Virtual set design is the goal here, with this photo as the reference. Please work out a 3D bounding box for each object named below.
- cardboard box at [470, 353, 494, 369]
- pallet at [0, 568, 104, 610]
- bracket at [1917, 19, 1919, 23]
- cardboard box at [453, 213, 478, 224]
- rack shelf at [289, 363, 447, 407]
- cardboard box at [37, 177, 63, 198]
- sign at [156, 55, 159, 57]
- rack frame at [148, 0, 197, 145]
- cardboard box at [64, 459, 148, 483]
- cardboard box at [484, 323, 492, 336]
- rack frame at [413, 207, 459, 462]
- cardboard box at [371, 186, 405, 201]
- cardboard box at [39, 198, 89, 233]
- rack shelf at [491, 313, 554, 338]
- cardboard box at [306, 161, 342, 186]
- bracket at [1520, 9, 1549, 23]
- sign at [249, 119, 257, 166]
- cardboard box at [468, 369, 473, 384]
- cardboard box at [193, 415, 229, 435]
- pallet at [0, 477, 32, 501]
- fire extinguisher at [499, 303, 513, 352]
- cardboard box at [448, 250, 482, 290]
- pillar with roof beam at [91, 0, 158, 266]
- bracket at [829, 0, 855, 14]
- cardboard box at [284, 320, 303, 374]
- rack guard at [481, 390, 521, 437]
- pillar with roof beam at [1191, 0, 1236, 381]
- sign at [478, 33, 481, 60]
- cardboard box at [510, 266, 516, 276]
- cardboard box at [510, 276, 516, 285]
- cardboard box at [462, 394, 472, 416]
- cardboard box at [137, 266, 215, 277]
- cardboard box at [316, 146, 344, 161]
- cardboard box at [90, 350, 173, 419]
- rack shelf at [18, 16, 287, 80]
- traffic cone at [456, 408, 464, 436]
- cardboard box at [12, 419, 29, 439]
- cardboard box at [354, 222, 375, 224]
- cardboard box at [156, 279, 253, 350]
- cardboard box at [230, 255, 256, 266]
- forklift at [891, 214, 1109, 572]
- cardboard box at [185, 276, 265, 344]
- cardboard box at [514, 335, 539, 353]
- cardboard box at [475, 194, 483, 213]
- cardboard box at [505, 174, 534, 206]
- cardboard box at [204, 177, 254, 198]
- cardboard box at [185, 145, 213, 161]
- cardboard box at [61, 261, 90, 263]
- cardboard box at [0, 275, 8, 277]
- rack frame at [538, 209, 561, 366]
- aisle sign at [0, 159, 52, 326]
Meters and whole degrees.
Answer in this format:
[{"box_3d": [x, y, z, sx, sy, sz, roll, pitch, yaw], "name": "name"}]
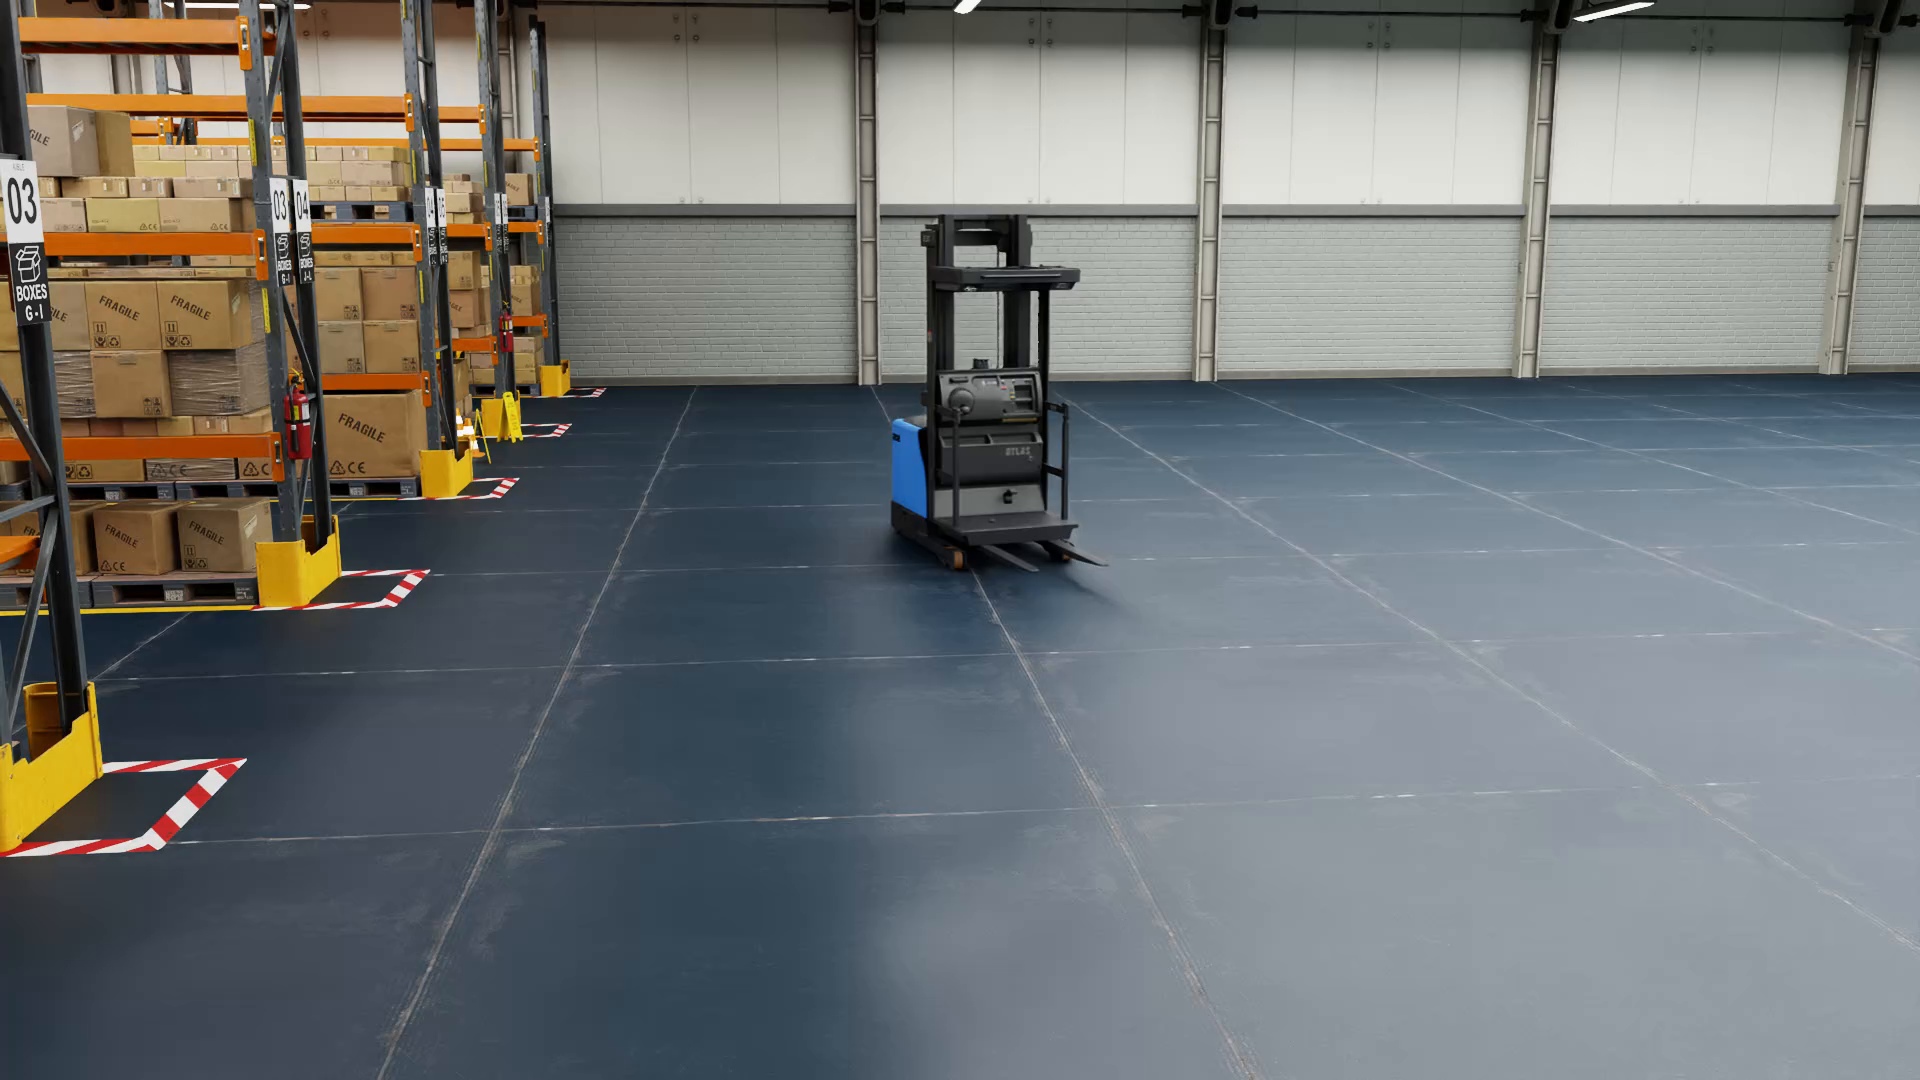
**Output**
[{"box_3d": [-7.712, -2.951, 27.227, 0.500, 0.250, 0.500, -1, 11, -7], "name": "cardboard box"}, {"box_3d": [-7.250, 0.330, 13.024, 1.213, 0.211, 1.003, -1, 11, -6], "name": "pallet"}, {"box_3d": [19.337, -9.290, 29.844, 4.783, 0.066, 0.076, -1, 11, -6], "name": "bracket"}, {"box_3d": [-6.547, -4.263, 22.032, 0.250, 0.149, 0.380, -1, 11, -6], "name": "cardboard box"}, {"box_3d": [-7.576, -1.633, 17.647, 4.000, 0.370, 1.077, -1, 11, -6], "name": "rack shelf"}, {"box_3d": [-6.689, -2.577, 12.163, 0.250, 0.149, 0.380, -2, 11, -9], "name": "cardboard box"}, {"box_3d": [-10.134, -6.265, 20.959, 0.005, 0.325, 0.100, -1, 11, -6], "name": "sign"}, {"box_3d": [-10.199, -5.836, 21.605, 0.127, 3.000, 1.000, -1, 11, -6], "name": "rack frame"}, {"box_3d": [-8.932, -1.108, 17.529, 0.875, 0.875, 0.875, -1, 11, -5], "name": "cardboard box"}, {"box_3d": [-6.583, -2.885, 22.798, 0.250, 0.149, 0.380, -1, 11, -6], "name": "cardboard box"}, {"box_3d": [-5.588, -2.028, 17.790, 0.127, 3.000, 1.000, -1, 11, -6], "name": "rack frame"}, {"box_3d": [-5.882, -3.560, 17.109, 0.250, 0.149, 0.380, -1, 11, -6], "name": "cardboard box"}, {"box_3d": [-6.611, -2.394, 12.265, 0.500, 0.250, 0.500, -1, 11, -5], "name": "cardboard box"}, {"box_3d": [-8.751, -3.532, 27.307, 4.000, 0.370, 1.077, -1, 11, -6], "name": "rack shelf"}, {"box_3d": [-6.542, -3.753, 17.059, 0.500, 0.250, 0.500, -1, 11, -6], "name": "cardboard box"}, {"box_3d": [9.968, -9.093, 28.846, 0.430, 0.232, 0.235, -1, 11, -6], "name": "bracket"}, {"box_3d": [-5.113, -2.874, 12.022, 0.005, 0.325, 0.100, -1, 11, -6], "name": "sign"}, {"box_3d": [-8.189, -2.696, 27.228, 0.500, 0.250, 0.500, -1, 11, -5], "name": "cardboard box"}, {"box_3d": [-5.662, -0.901, 12.707, 0.250, 0.149, 0.380, -1, 11, -6], "name": "cardboard box"}, {"box_3d": [-10.323, -0.546, 17.480, 1.213, 0.211, 1.003, -1, 11, -6], "name": "pallet"}, {"box_3d": [-6.059, -2.851, 22.178, 0.183, 0.674, 0.296, -1, 11, -6], "name": "fire extinguisher"}, {"box_3d": [-6.707, -3.608, 22.206, 0.500, 0.500, 0.700, -1, 11, -7], "name": "cardboard box"}, {"box_3d": [-13.052, -6.078, 22.841, 0.548, 9.000, 9.100, -1, 11, -6], "name": "pillar with roof beam"}, {"box_3d": [-1.961, -8.843, 27.574, 0.430, 0.232, 0.235, -1, 11, -6], "name": "bracket"}, {"box_3d": [-7.066, -2.082, 17.675, 0.550, 0.550, 0.875, -1, 11, -6], "name": "cardboard box"}, {"box_3d": [-6.298, -1.747, 22.841, 0.348, 0.500, 1.175, -1, 11, -6], "name": "rack guard"}, {"box_3d": [4.843, -6.453, 24.748, 0.548, 9.000, 9.100, -1, 11, -6], "name": "pillar with roof beam"}, {"box_3d": [-6.183, -6.348, 21.380, 0.005, 0.325, 0.100, -1, 11, -6], "name": "sign"}, {"box_3d": [-7.338, -4.381, 27.048, 0.250, 0.149, 0.380, -1, 11, -6], "name": "cardboard box"}, {"box_3d": [-7.328, -4.222, 27.011, 0.250, 0.149, 0.380, -1, 11, -5], "name": "cardboard box"}, {"box_3d": [-7.055, -1.868, 23.017, 0.500, 0.250, 0.500, -1, 11, -7], "name": "cardboard box"}, {"box_3d": [-8.108, -2.568, 17.348, 0.550, 0.550, 0.875, -1, 11, -6], "name": "cardboard box"}, {"box_3d": [-6.389, -3.941, 16.979, 0.250, 0.149, 0.380, -1, 11, -5], "name": "cardboard box"}, {"box_3d": [-6.186, -1.230, 12.701, 0.500, 0.500, 0.875, -1, 11, -6], "name": "cardboard box"}, {"box_3d": [-7.141, -3.622, 12.220, 4.000, 0.370, 1.077, -1, 11, -6], "name": "rack shelf"}, {"box_3d": [-6.511, -1.474, 21.548, 0.334, 0.463, 0.336, -1, 11, -6], "name": "traffic cone"}, {"box_3d": [-6.894, -0.855, 12.472, 0.250, 0.149, 0.380, -1, 11, -6], "name": "cardboard box"}, {"box_3d": [-7.823, -4.241, 21.923, 0.250, 0.149, 0.380, -2, 11, -8], "name": "cardboard box"}, {"box_3d": [-5.673, -1.701, 12.506, 0.500, 0.500, 0.500, -1, 11, -6], "name": "cardboard box"}, {"box_3d": [-9.228, -3.552, 21.917, 0.500, 0.500, 0.700, -1, 11, -6], "name": "cardboard box"}, {"box_3d": [0.339, -1.276, 14.143, 1.130, 2.935, 3.031, -4, 12, -20], "name": "forklift"}, {"box_3d": [-5.729, -1.801, 13.013, 0.500, 0.500, 0.500, -1, 11, -6], "name": "cardboard box"}, {"box_3d": [-7.187, -3.205, 27.224, 0.500, 0.250, 0.500, -1, 11, -4], "name": "cardboard box"}, {"box_3d": [-6.751, -4.560, 22.511, 0.500, 0.250, 0.500, -1, 11, -7], "name": "cardboard box"}, {"box_3d": [-7.176, -5.647, 26.815, 0.500, 0.500, 0.500, -1, 11, -4], "name": "cardboard box"}, {"box_3d": [-5.395, -2.603, 12.293, 0.250, 0.149, 0.380, -1, 11, -6], "name": "cardboard box"}, {"box_3d": [-7.653, -3.914, 16.842, 0.250, 0.149, 0.380, -1, 11, -6], "name": "cardboard box"}, {"box_3d": [-11.774, -3.627, 22.122, 0.250, 0.149, 0.380, -1, 11, -3], "name": "cardboard box"}, {"box_3d": [-10.057, -2.473, 17.201, 0.500, 0.500, 0.700, -1, 11, -7], "name": "cardboard box"}, {"box_3d": [-6.763, -3.927, 27.449, 0.127, 3.000, 1.000, -1, 11, -6], "name": "rack frame"}, {"box_3d": [-4.578, -1.458, 8.152, 0.004, 0.787, 0.394, -1, 11, -6], "name": "aisle sign"}]
